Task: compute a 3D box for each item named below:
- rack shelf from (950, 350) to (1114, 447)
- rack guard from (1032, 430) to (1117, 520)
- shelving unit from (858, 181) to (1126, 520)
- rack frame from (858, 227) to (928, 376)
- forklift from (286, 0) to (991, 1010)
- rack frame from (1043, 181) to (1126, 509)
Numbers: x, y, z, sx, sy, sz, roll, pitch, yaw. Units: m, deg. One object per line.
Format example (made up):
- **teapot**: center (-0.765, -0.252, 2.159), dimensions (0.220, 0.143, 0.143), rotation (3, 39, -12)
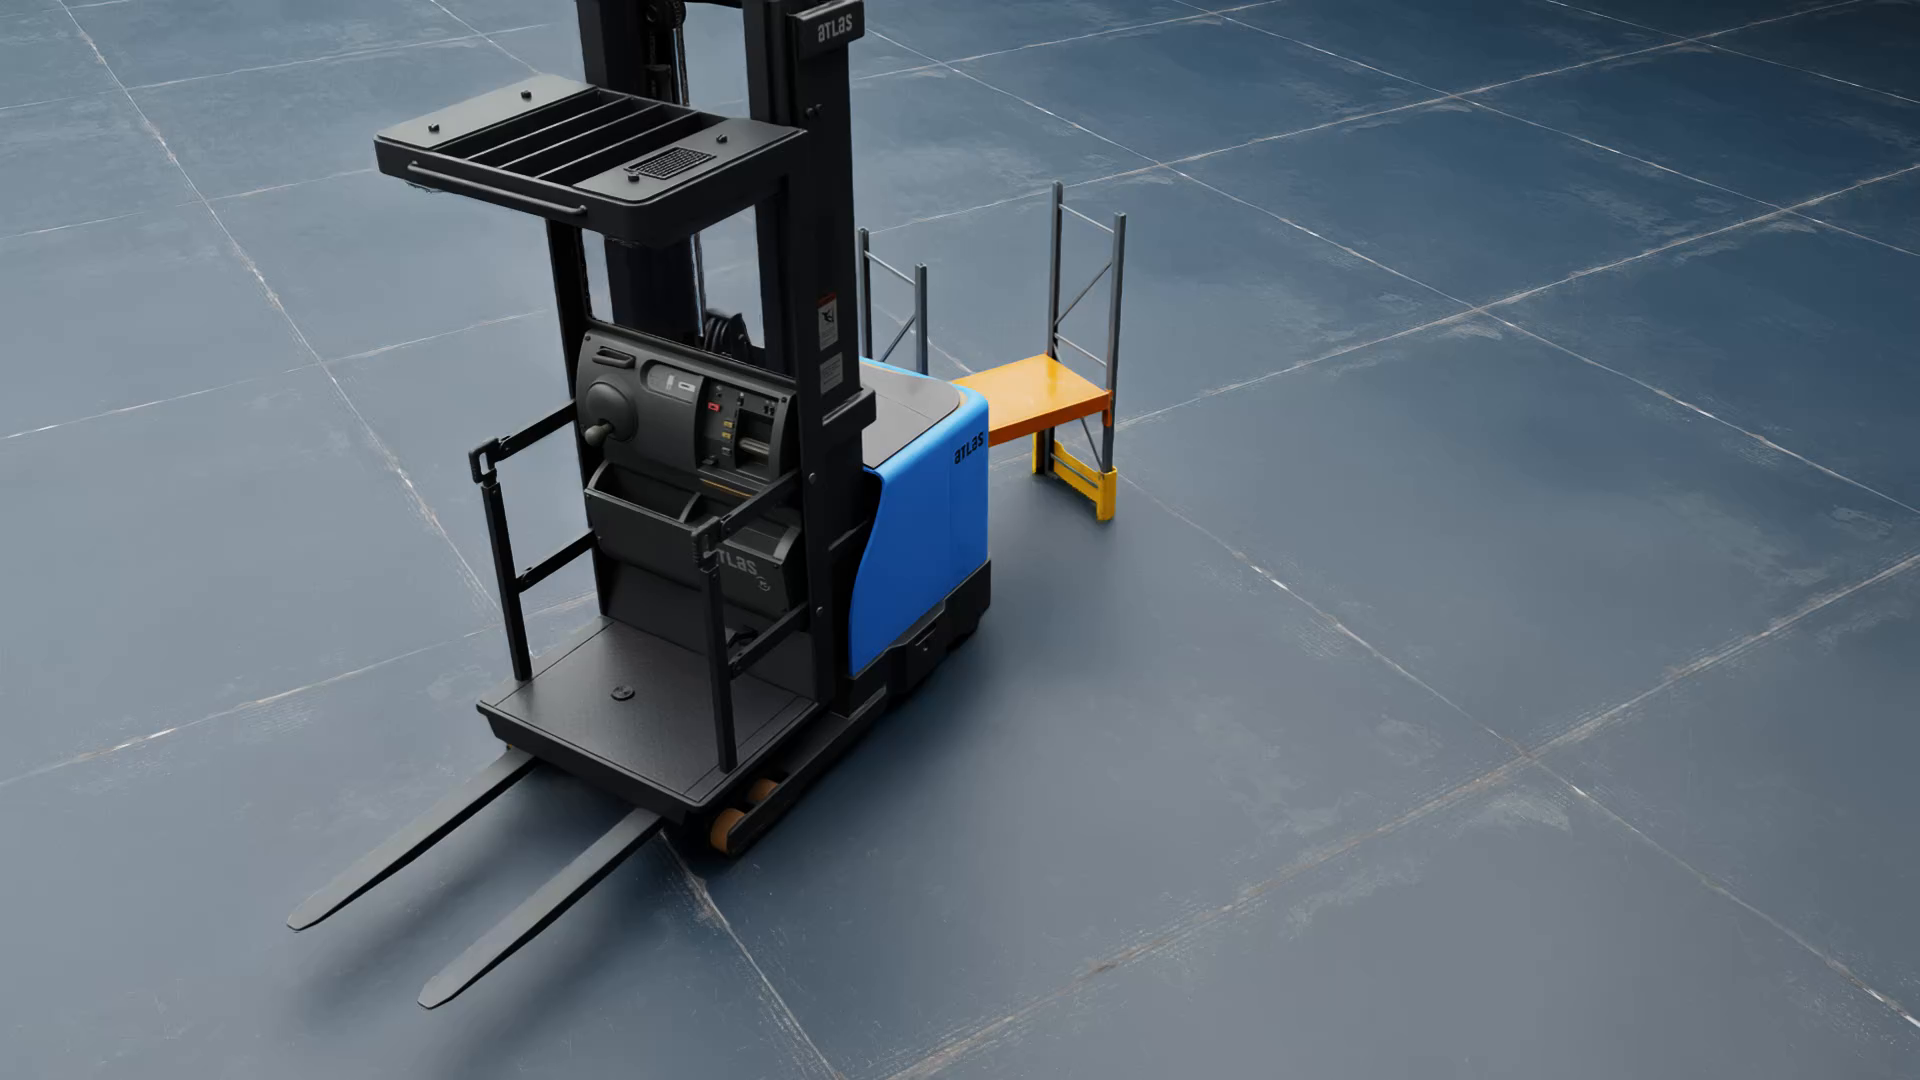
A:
- **rack shelf**: center (0.141, -0.572, 7.588), dimensions (1.000, 0.185, 0.538), rotation (-19, 37, -28)
- **rack guard**: center (0.549, -0.339, 8.053), dimensions (0.087, 0.250, 0.587), rotation (-19, 37, -28)
- **shelving unit**: center (0.134, -0.721, 7.488), dimensions (1.083, 1.500, 0.587), rotation (-19, 37, -28)
- **rack frame**: center (-0.283, -0.575, 7.255), dimensions (0.032, 1.500, 0.500), rotation (-19, 37, -28)
- **forklift**: center (-1.083, -0.398, 5.633), dimensions (1.130, 2.935, 3.031), rotation (19, 37, 27)
- **rack frame**: center (0.565, -0.873, 7.729), dimensions (0.032, 1.500, 0.500), rotation (-19, 37, -28)
